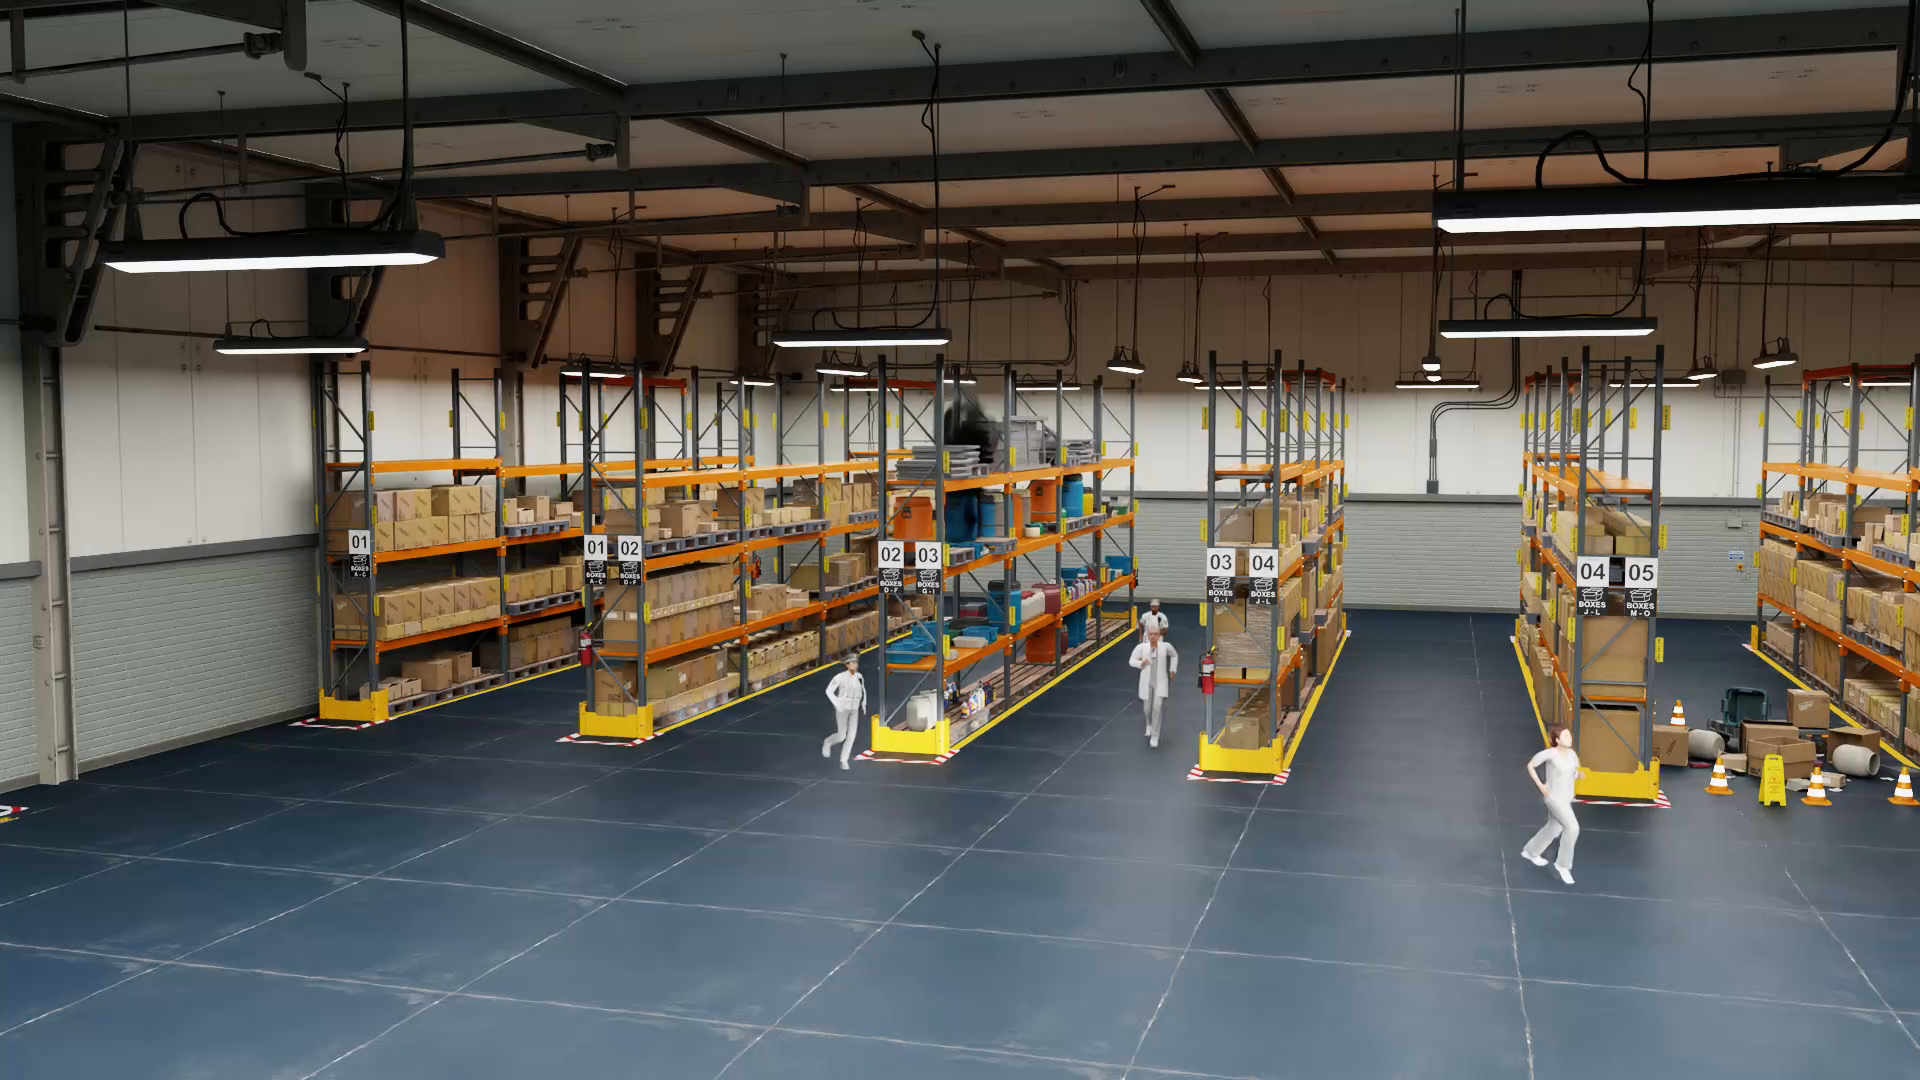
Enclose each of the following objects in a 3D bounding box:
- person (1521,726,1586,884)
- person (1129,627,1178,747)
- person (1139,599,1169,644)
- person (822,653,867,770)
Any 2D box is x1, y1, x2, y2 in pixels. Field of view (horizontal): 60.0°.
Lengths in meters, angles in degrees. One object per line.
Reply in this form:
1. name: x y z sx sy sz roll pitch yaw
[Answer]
1. person: 6.544 2.808 18.315 0.545 1.572 0.787 -3 5 -34
2. person: 3.000 2.238 25.853 0.734 1.794 1.010 1 4 11
3. person: 3.610 1.955 30.987 0.537 1.741 0.827 0 4 2
4. person: -1.612 2.460 24.158 0.670 1.631 0.711 -3 5 -32
